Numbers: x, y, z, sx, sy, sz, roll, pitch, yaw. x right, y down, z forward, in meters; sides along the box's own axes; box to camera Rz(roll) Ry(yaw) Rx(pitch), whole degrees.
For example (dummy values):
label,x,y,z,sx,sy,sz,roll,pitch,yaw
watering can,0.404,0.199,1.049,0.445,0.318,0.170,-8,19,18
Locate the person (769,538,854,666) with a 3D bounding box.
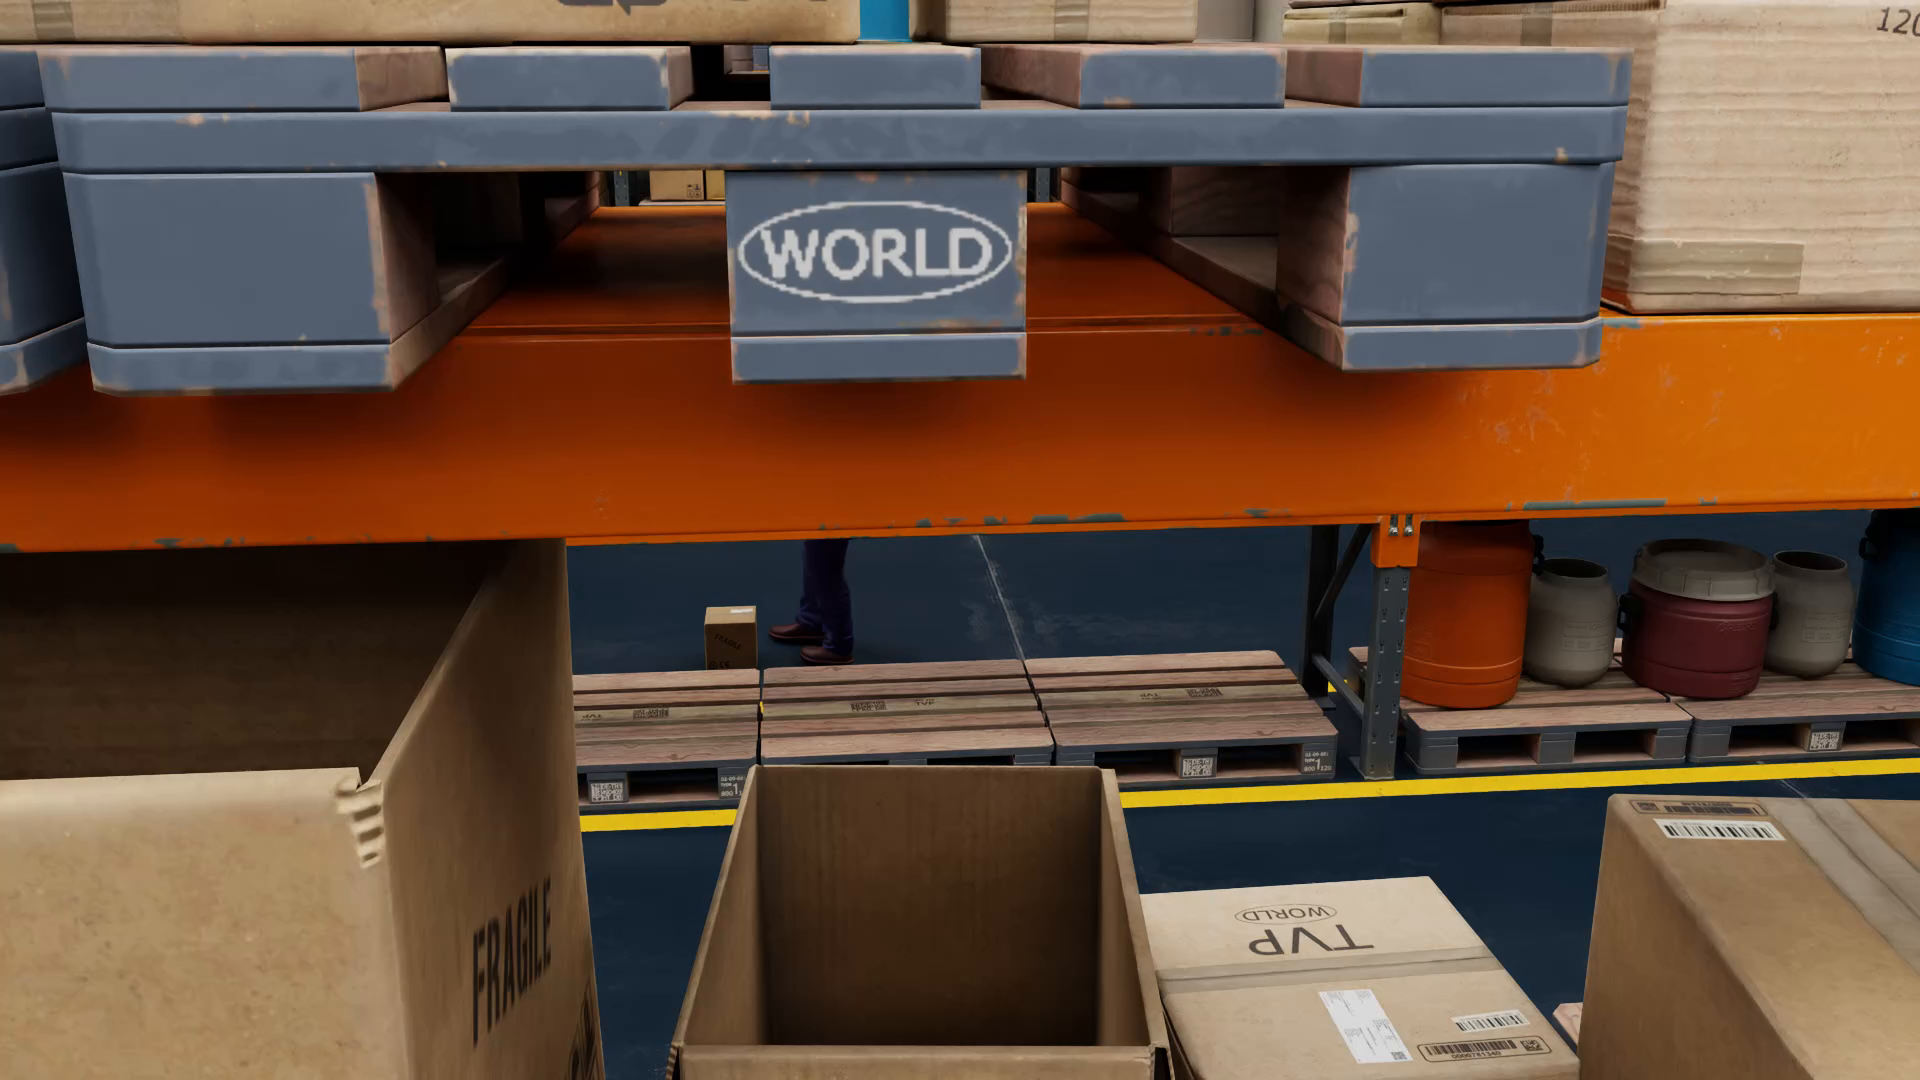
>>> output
label,x,y,z,sx,sy,sz,roll,pitch,yaw
person,-0.755,-0.202,8.204,0.584,1.644,0.489,4,17,14
